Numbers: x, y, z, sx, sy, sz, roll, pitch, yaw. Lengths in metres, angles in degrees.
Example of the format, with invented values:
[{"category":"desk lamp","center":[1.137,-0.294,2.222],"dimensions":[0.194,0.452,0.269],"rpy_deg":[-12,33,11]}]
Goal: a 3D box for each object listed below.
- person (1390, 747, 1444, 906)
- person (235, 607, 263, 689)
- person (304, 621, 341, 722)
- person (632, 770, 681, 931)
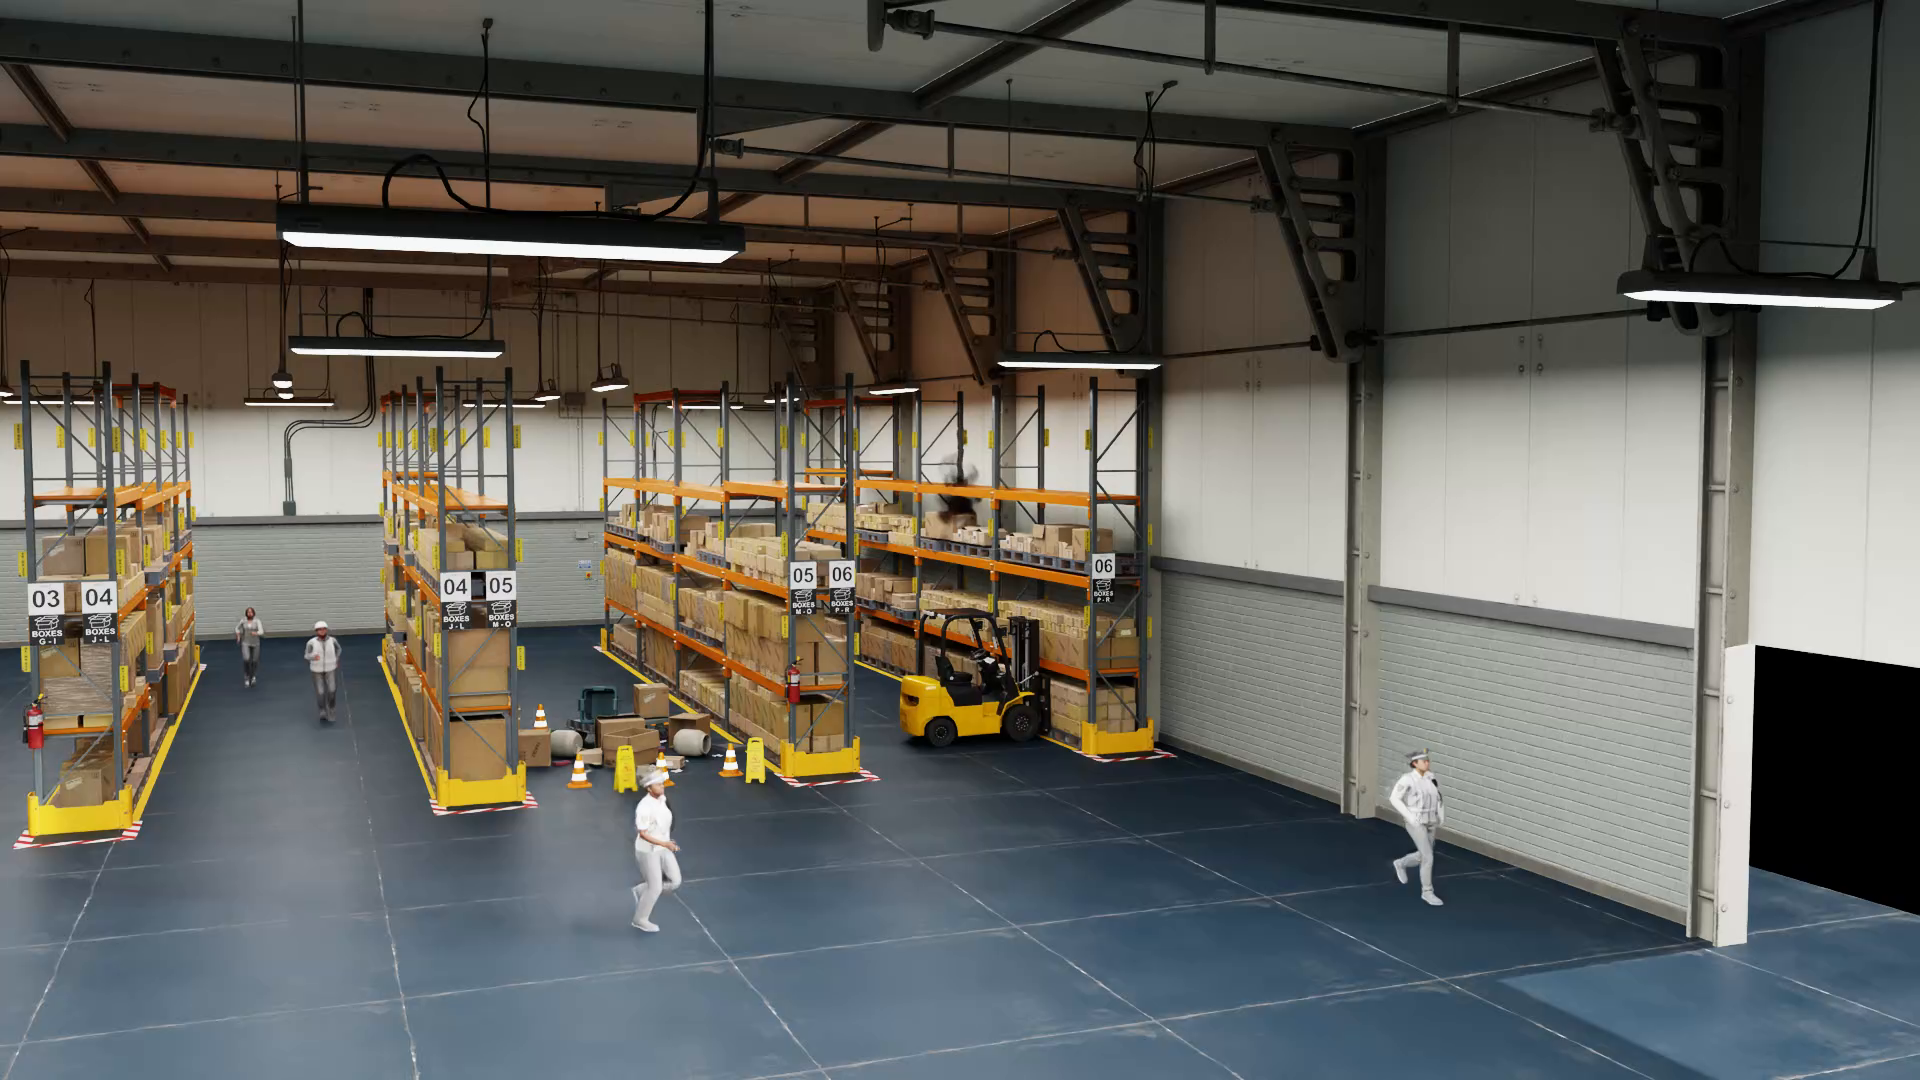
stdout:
[{"category":"person","center":[4.977,3.079,18.127],"dimensions":[0.632,1.672,0.759],"rpy_deg":[-2,4,-31]},{"category":"person","center":[-14.397,2.187,33.719],"dimensions":[0.505,1.619,0.711],"rpy_deg":[-2,4,-27]},{"category":"person","center":[-11.327,2.349,29.601],"dimensions":[0.635,1.822,0.756],"rpy_deg":[-2,4,-24]},{"category":"person","center":[-3.089,3.160,16.968],"dimensions":[0.599,1.660,0.559],"rpy_deg":[1,4,20]}]
